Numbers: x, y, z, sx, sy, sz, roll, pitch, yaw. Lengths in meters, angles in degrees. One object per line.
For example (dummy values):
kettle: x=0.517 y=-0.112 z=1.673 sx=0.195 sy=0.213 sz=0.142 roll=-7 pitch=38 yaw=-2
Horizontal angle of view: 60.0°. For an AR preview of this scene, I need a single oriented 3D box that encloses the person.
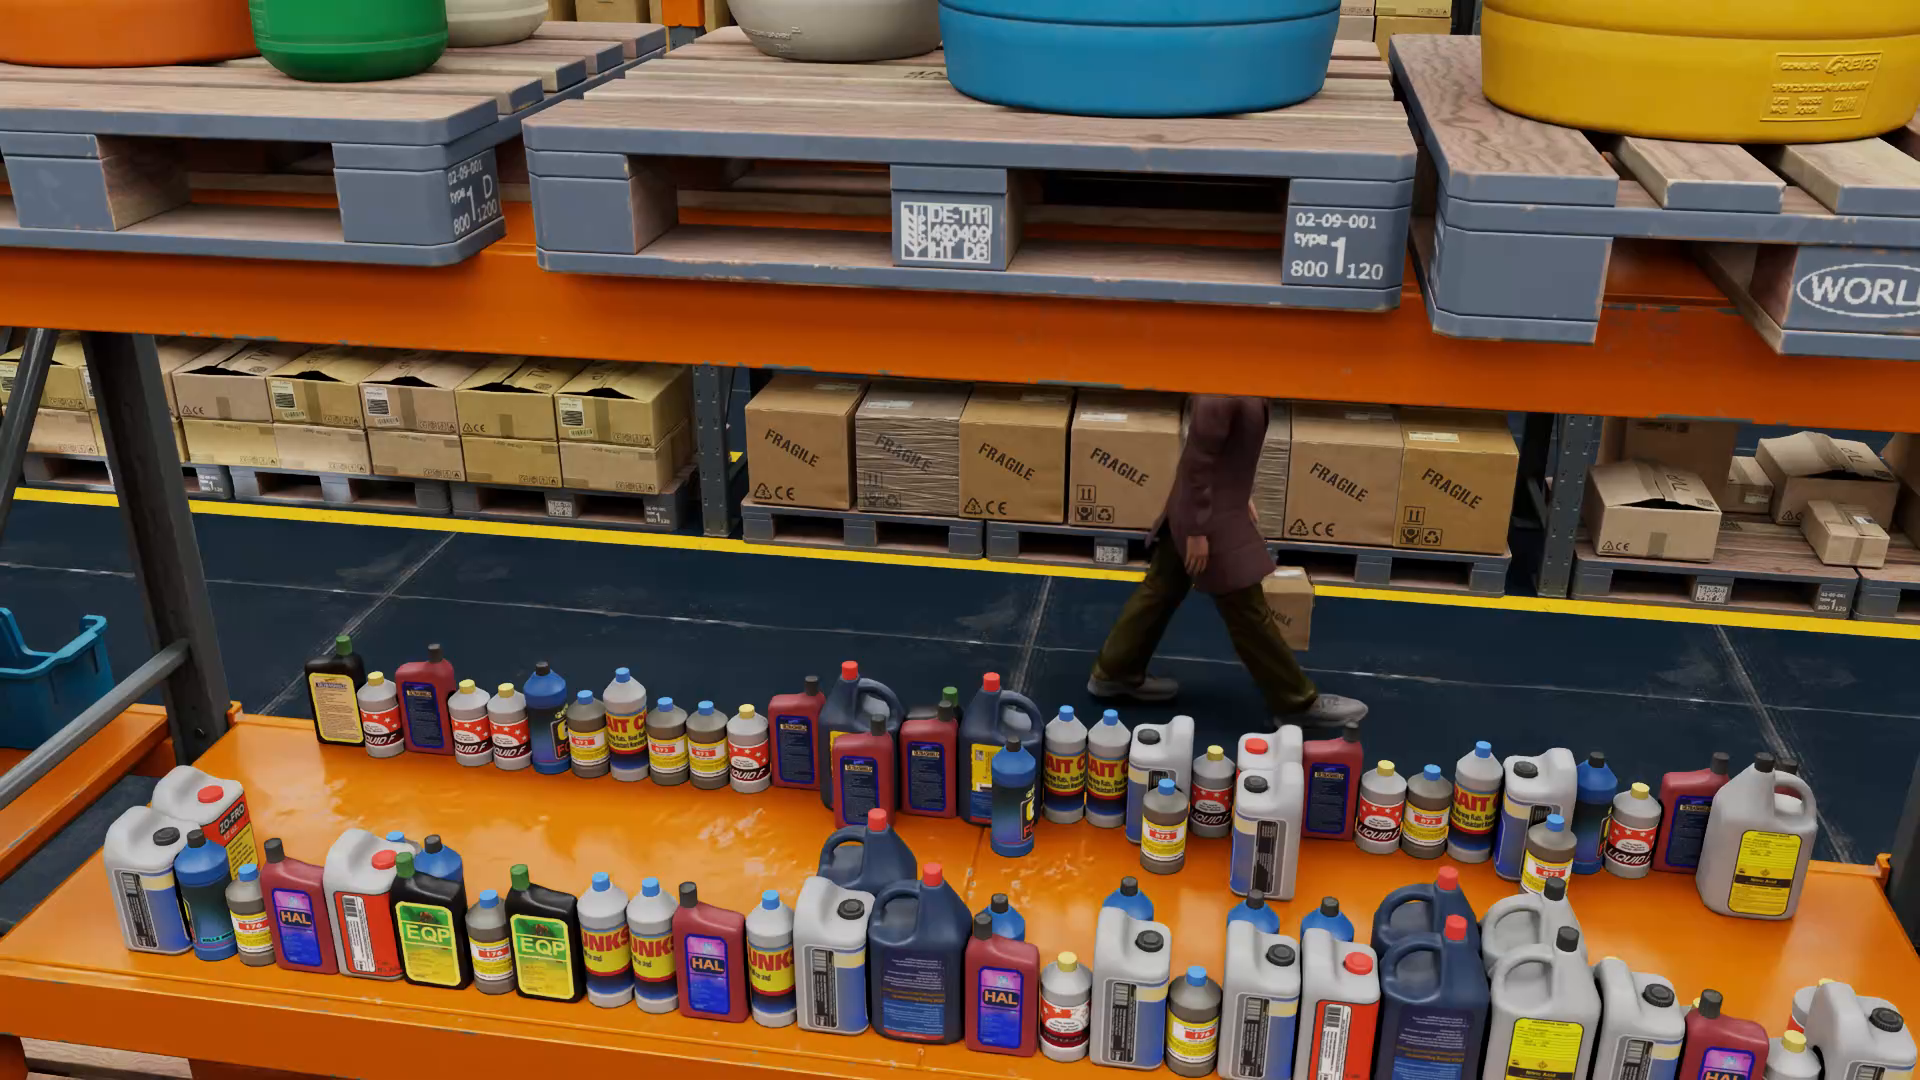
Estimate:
person: x=1.059 y=-0.107 z=6.358 sx=1.102 sy=1.723 sz=0.591 roll=4 pitch=25 yaw=8
